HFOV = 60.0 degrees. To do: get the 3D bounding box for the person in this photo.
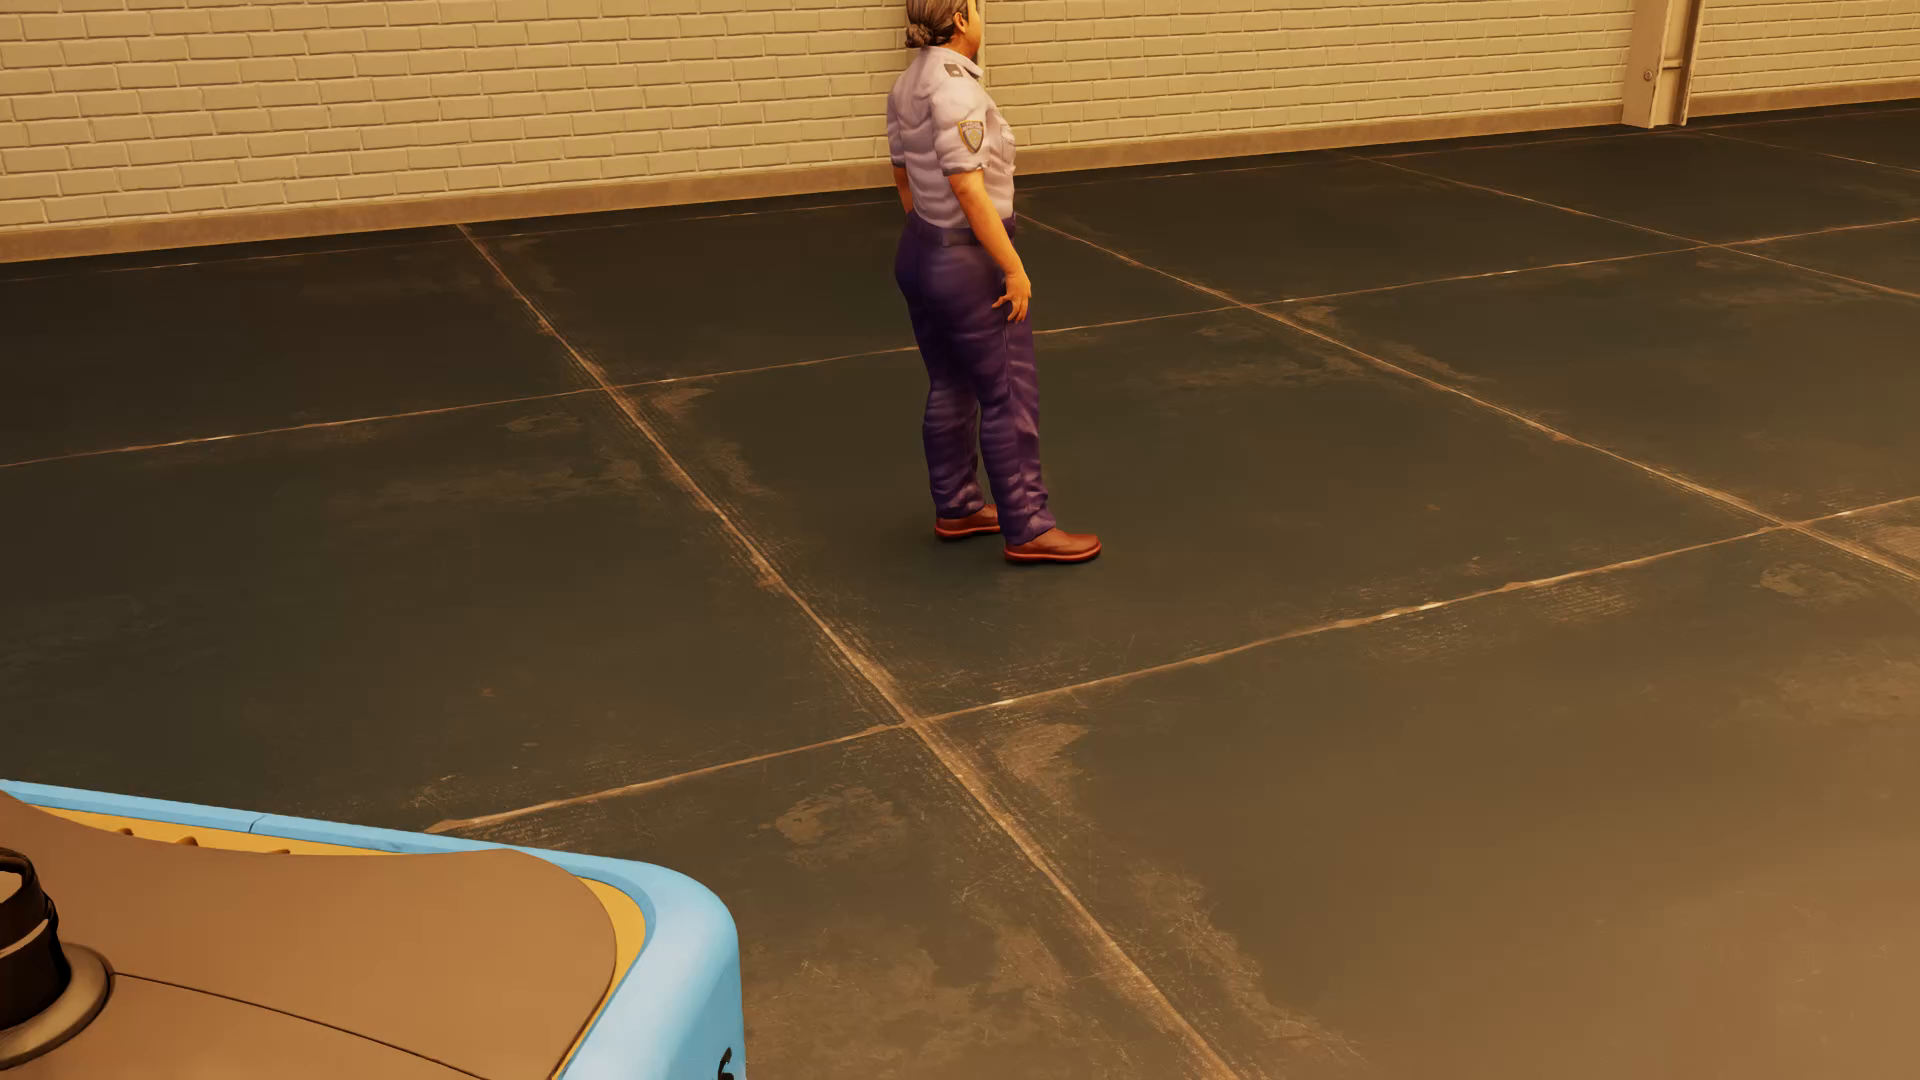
[{"bbox_3d":[0.092,-0.770,4.805,0.502,1.643,0.598,-10,25,-23],"label":"person"}]
